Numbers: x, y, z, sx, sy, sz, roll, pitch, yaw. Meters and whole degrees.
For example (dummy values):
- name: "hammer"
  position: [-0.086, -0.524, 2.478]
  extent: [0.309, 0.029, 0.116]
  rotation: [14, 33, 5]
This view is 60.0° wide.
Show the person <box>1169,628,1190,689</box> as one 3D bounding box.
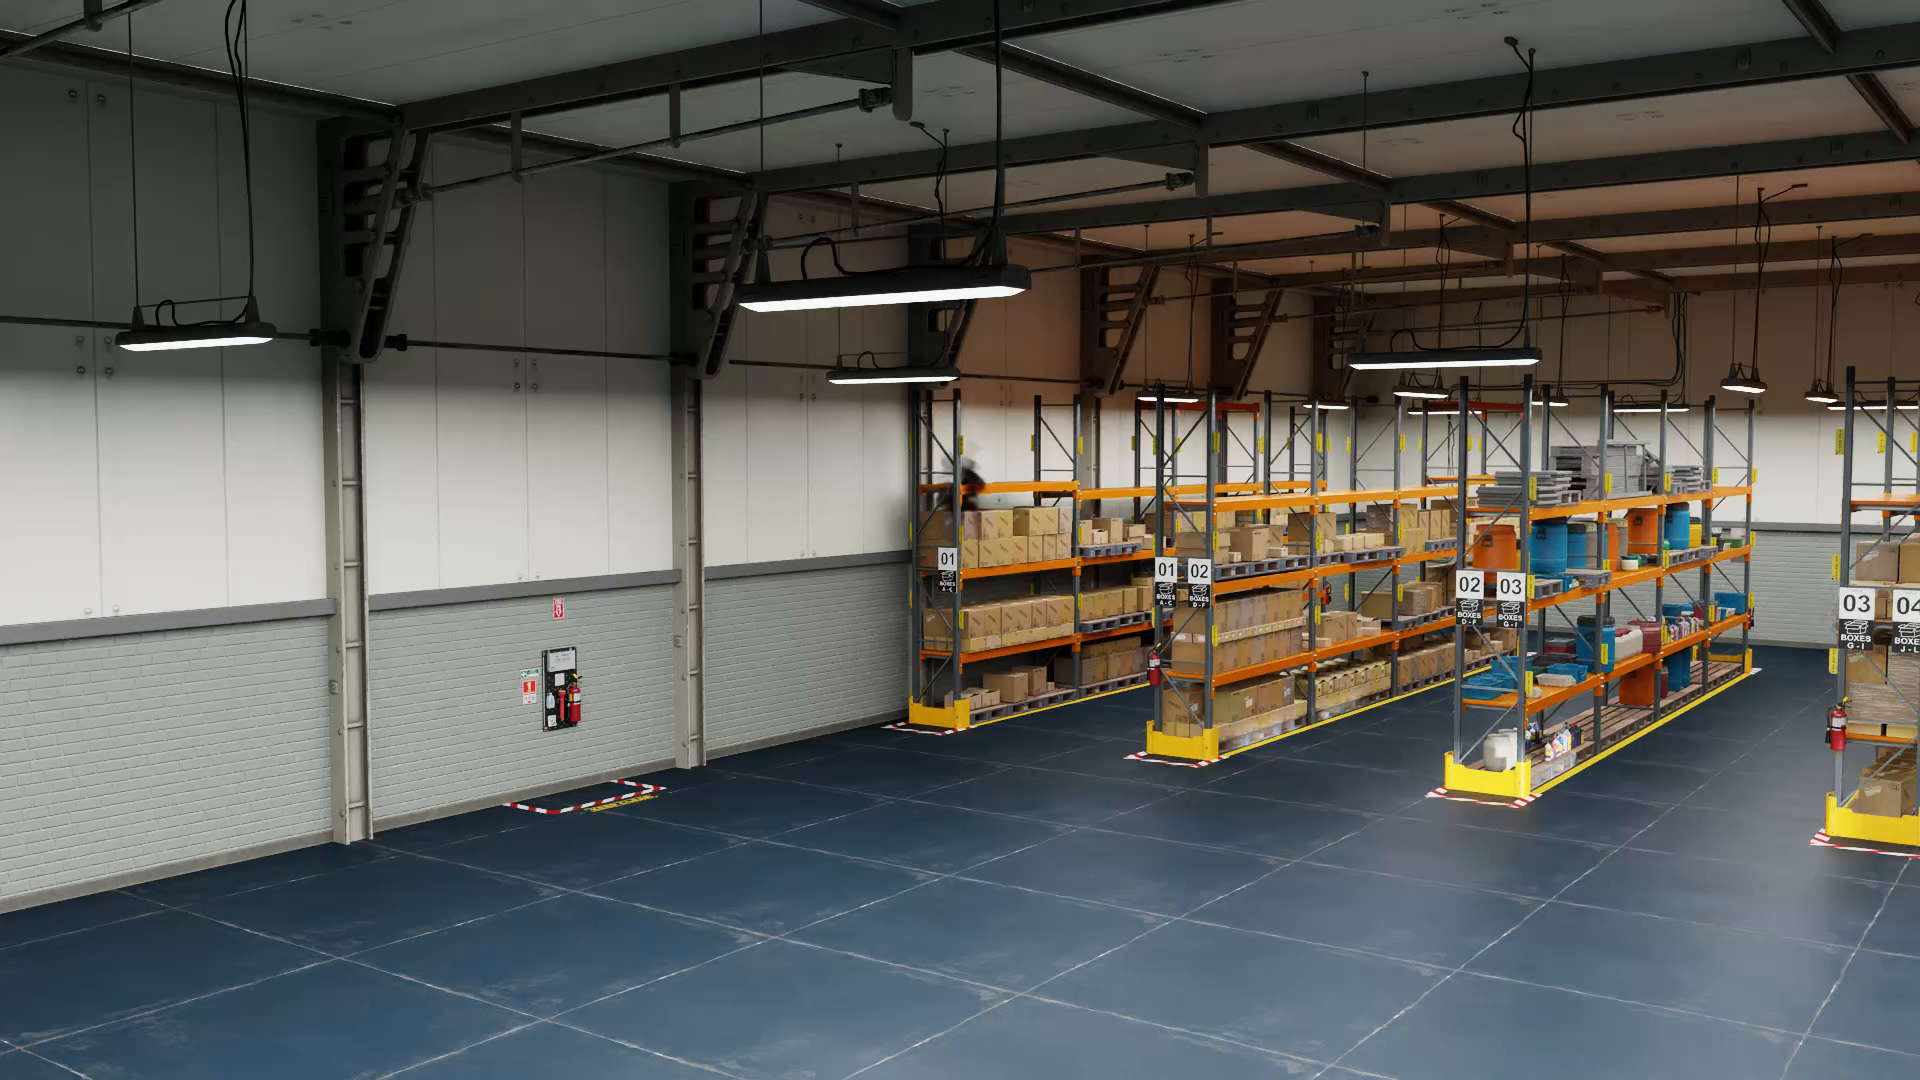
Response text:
- name: "person"
  position: [4.195, 2.403, 31.179]
  extent: [0.601, 1.695, 0.815]
  rotation: [2, 4, 33]
